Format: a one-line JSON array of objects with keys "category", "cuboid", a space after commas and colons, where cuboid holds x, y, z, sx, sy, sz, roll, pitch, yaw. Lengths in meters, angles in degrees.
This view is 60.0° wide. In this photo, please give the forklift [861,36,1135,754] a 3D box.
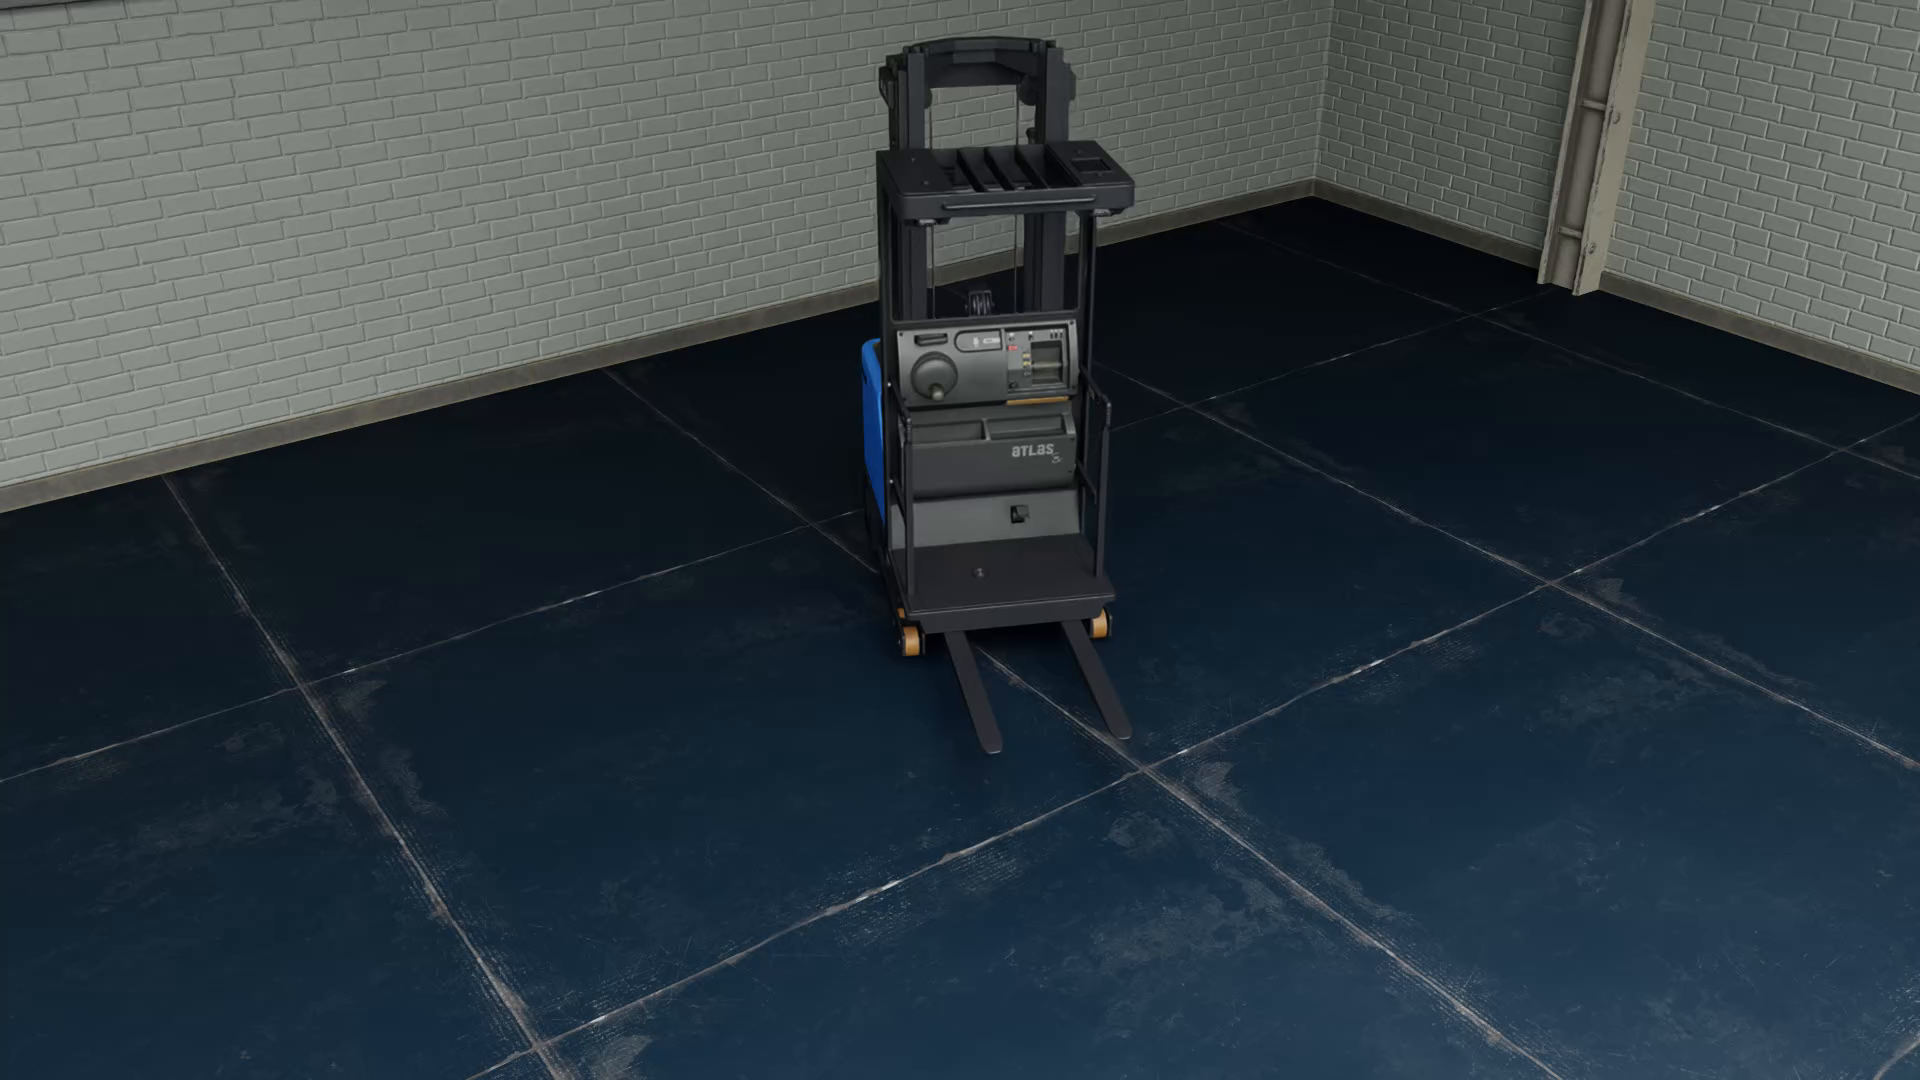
[{"category": "forklift", "cuboid": [0.183, -0.869, 8.278, 1.130, 2.935, 3.031, -5, 29, -9]}]

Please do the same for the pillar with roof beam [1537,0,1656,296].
[{"category": "pillar with roof beam", "cuboid": [1.460, -4.842, 9.237, 9.100, 9.000, 0.400, -19, 34, -31]}]
